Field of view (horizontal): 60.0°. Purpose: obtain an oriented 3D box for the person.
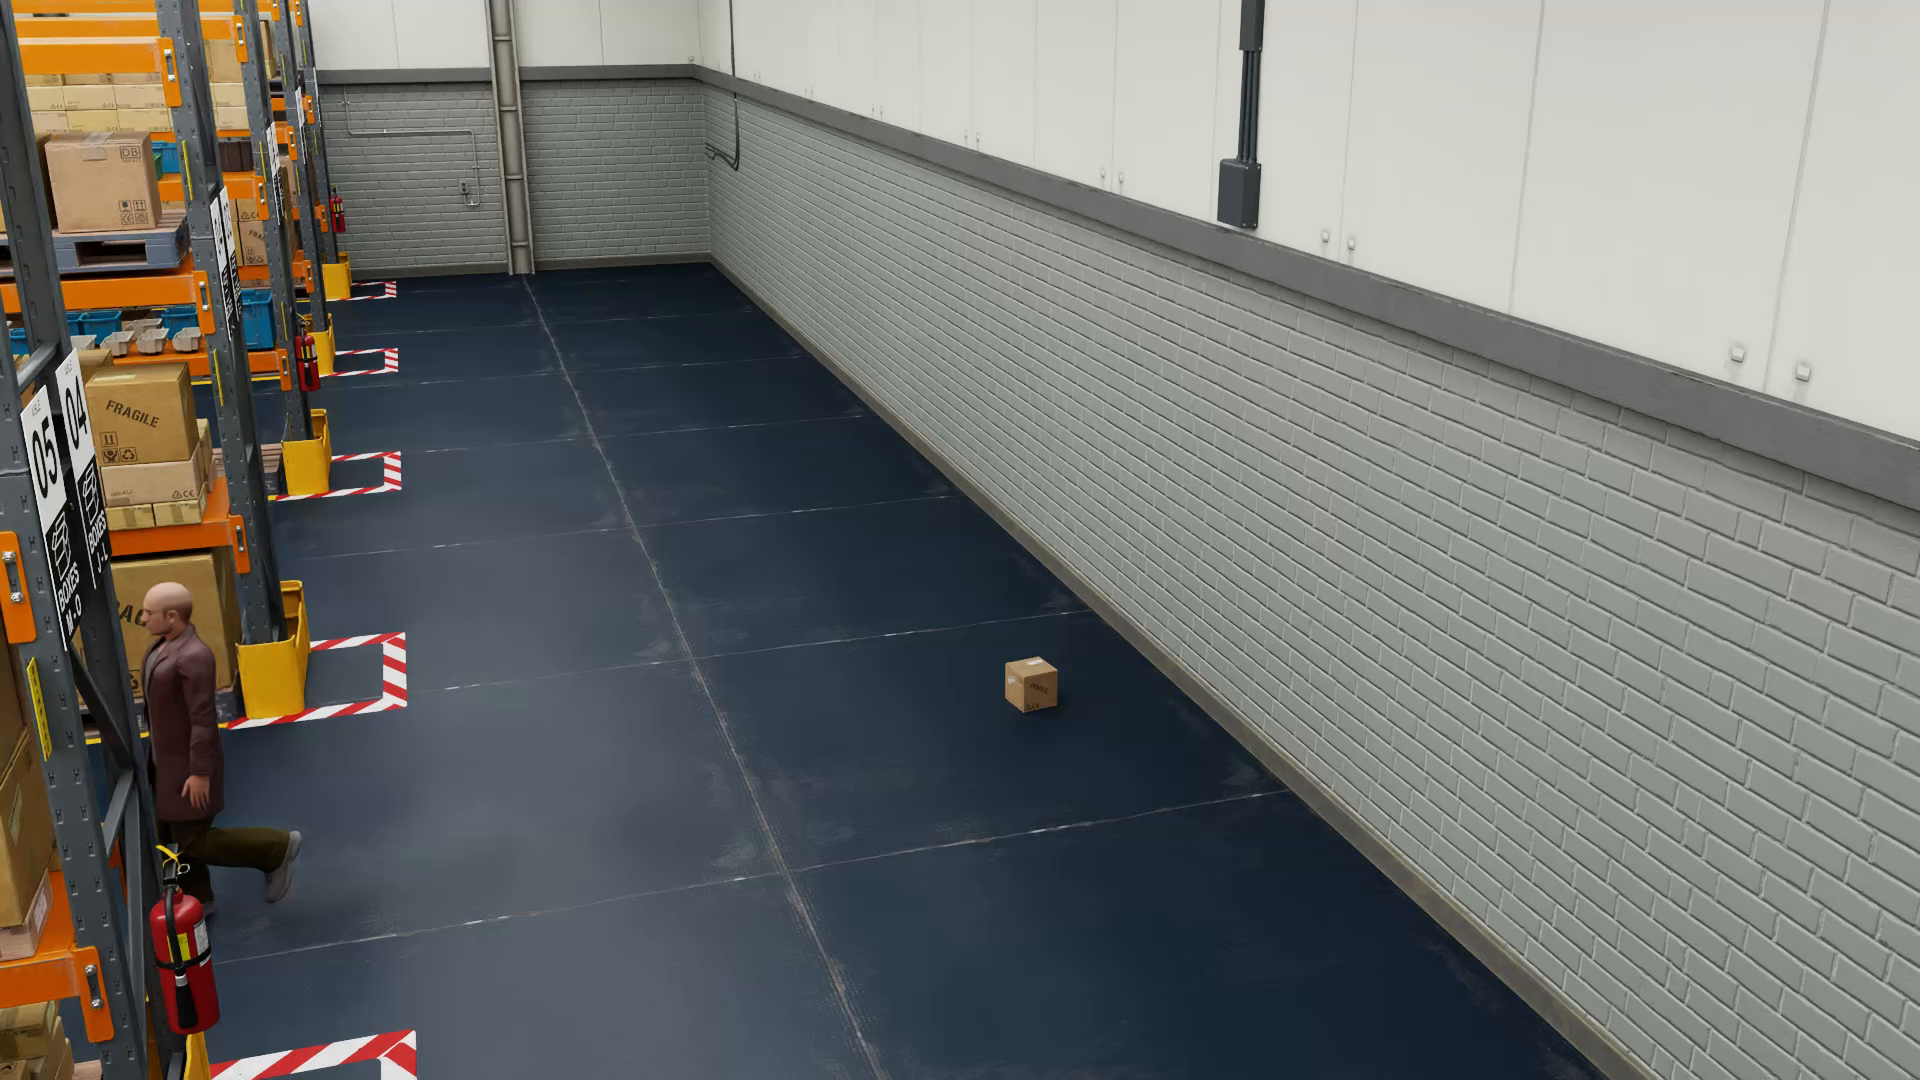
[{"bbox_3d":[-3.660,1.038,8.000,0.772,1.766,0.612,-14,24,-36],"label":"person"}]
